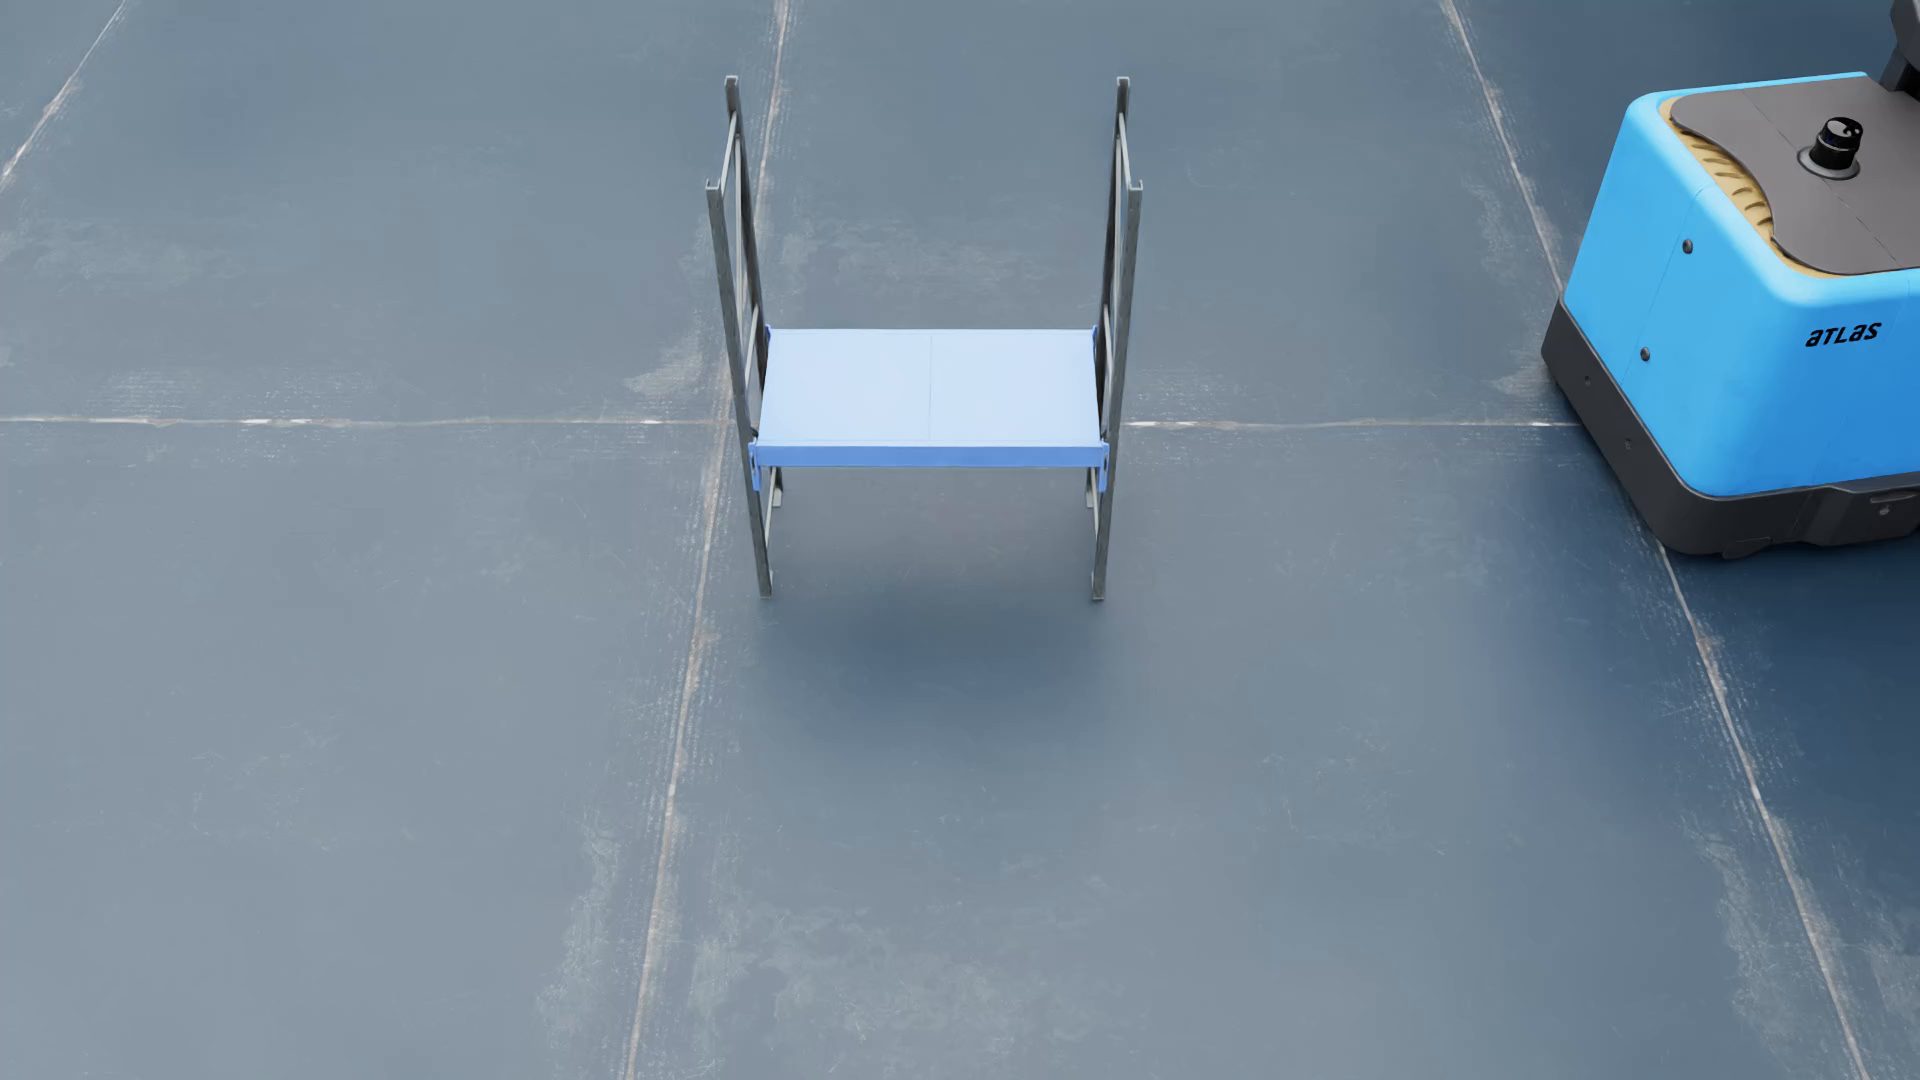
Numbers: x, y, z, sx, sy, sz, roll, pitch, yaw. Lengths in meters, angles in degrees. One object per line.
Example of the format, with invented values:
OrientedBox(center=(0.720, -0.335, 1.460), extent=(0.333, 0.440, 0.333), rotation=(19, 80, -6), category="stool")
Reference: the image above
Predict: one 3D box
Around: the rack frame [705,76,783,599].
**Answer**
OrientedBox(center=(-0.594, -0.513, 4.703), extent=(0.032, 1.500, 0.500), rotation=(0, 47, 0), category="rack frame")

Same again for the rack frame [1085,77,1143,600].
OrientedBox(center=(0.423, -0.510, 4.700), extent=(0.032, 1.500, 0.500), rotation=(0, 47, 0), category="rack frame")

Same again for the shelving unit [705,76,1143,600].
OrientedBox(center=(-0.085, -0.511, 4.701), extent=(1.048, 1.500, 0.538), rotation=(0, 47, 0), category="shelving unit")

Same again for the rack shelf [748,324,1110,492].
OrientedBox(center=(-0.085, -0.389, 4.833), extent=(1.000, 0.185, 0.538), rotation=(0, 47, 0), category="rack shelf")

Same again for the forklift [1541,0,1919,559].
OrientedBox(center=(3.575, -1.463, 4.609), extent=(3.031, 2.935, 1.130), rotation=(-7, 47, -7), category="forklift")
